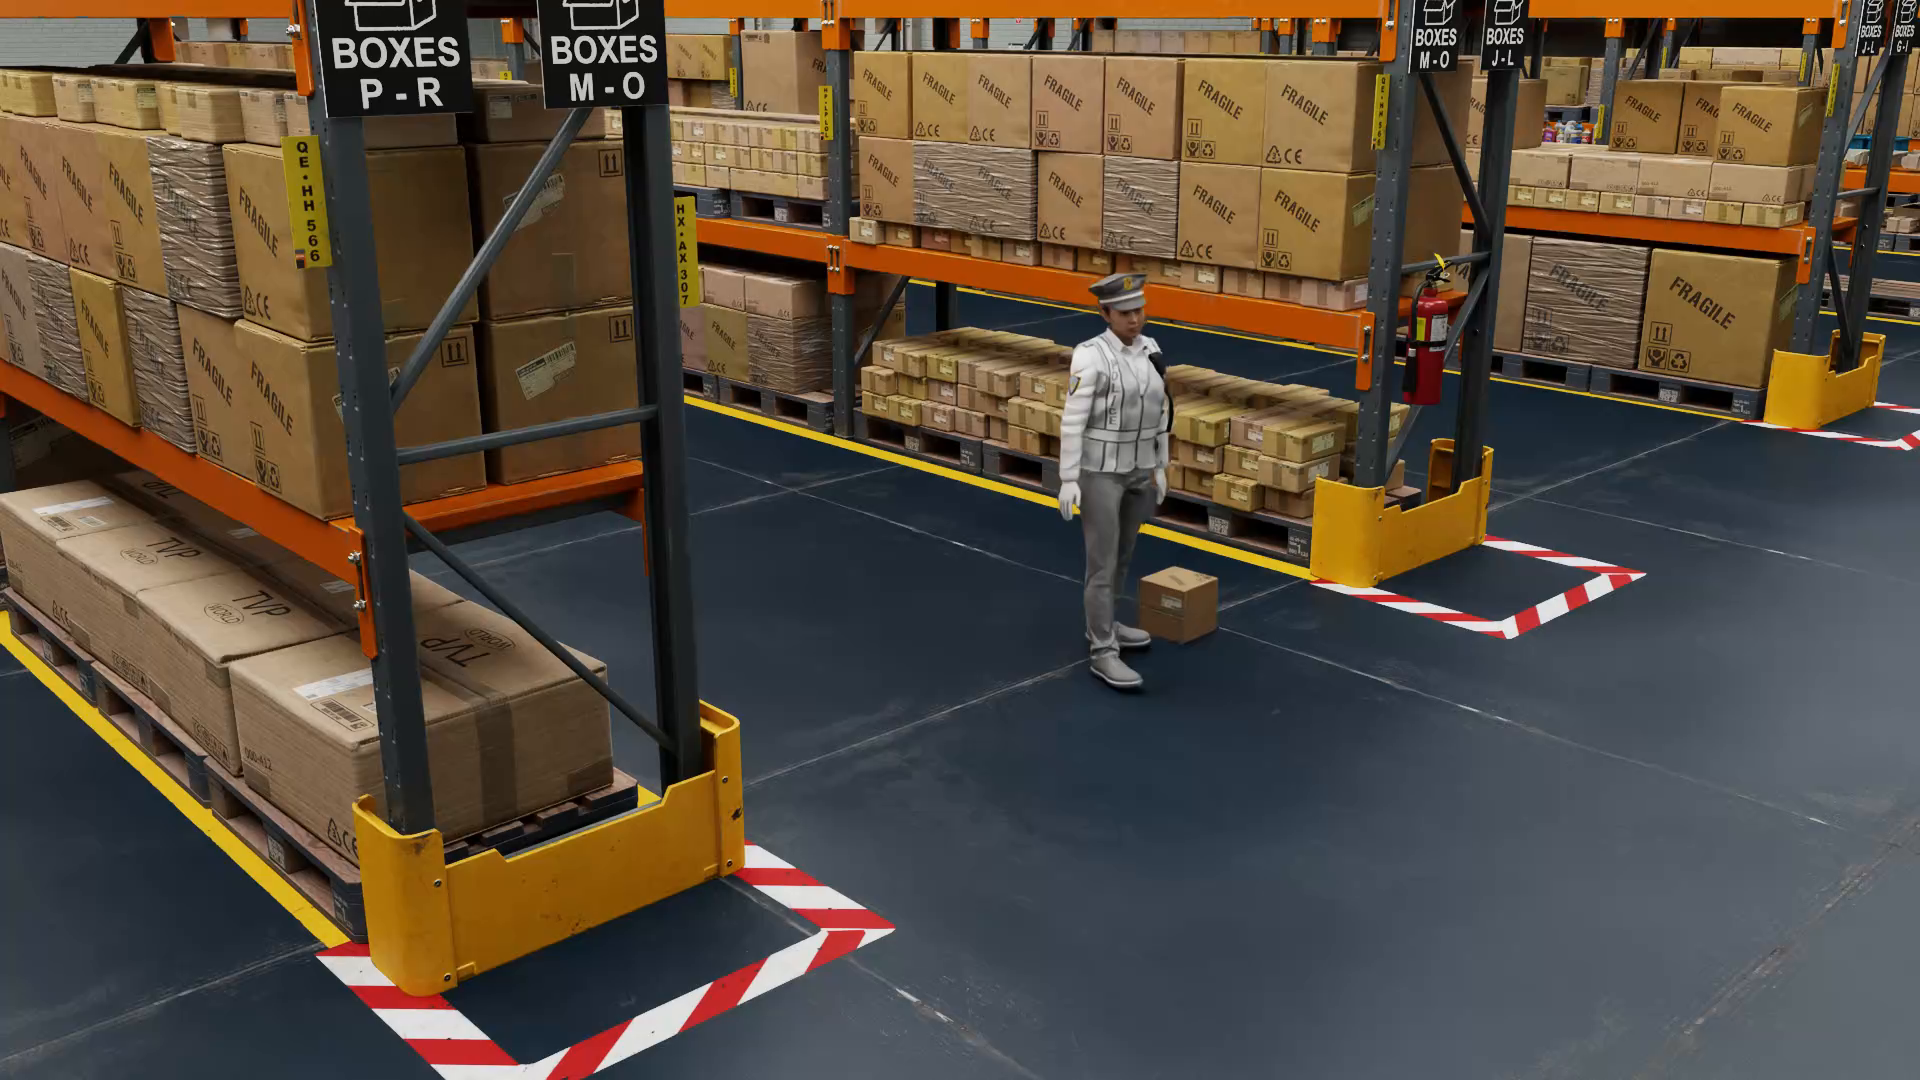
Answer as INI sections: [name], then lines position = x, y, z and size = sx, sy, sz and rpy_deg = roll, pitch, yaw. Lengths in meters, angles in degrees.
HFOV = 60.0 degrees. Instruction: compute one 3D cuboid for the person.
[person]
position = 0.643, -0.266, 6.816
size = 0.628, 1.665, 0.560
rpy_deg = -14, 22, -37
